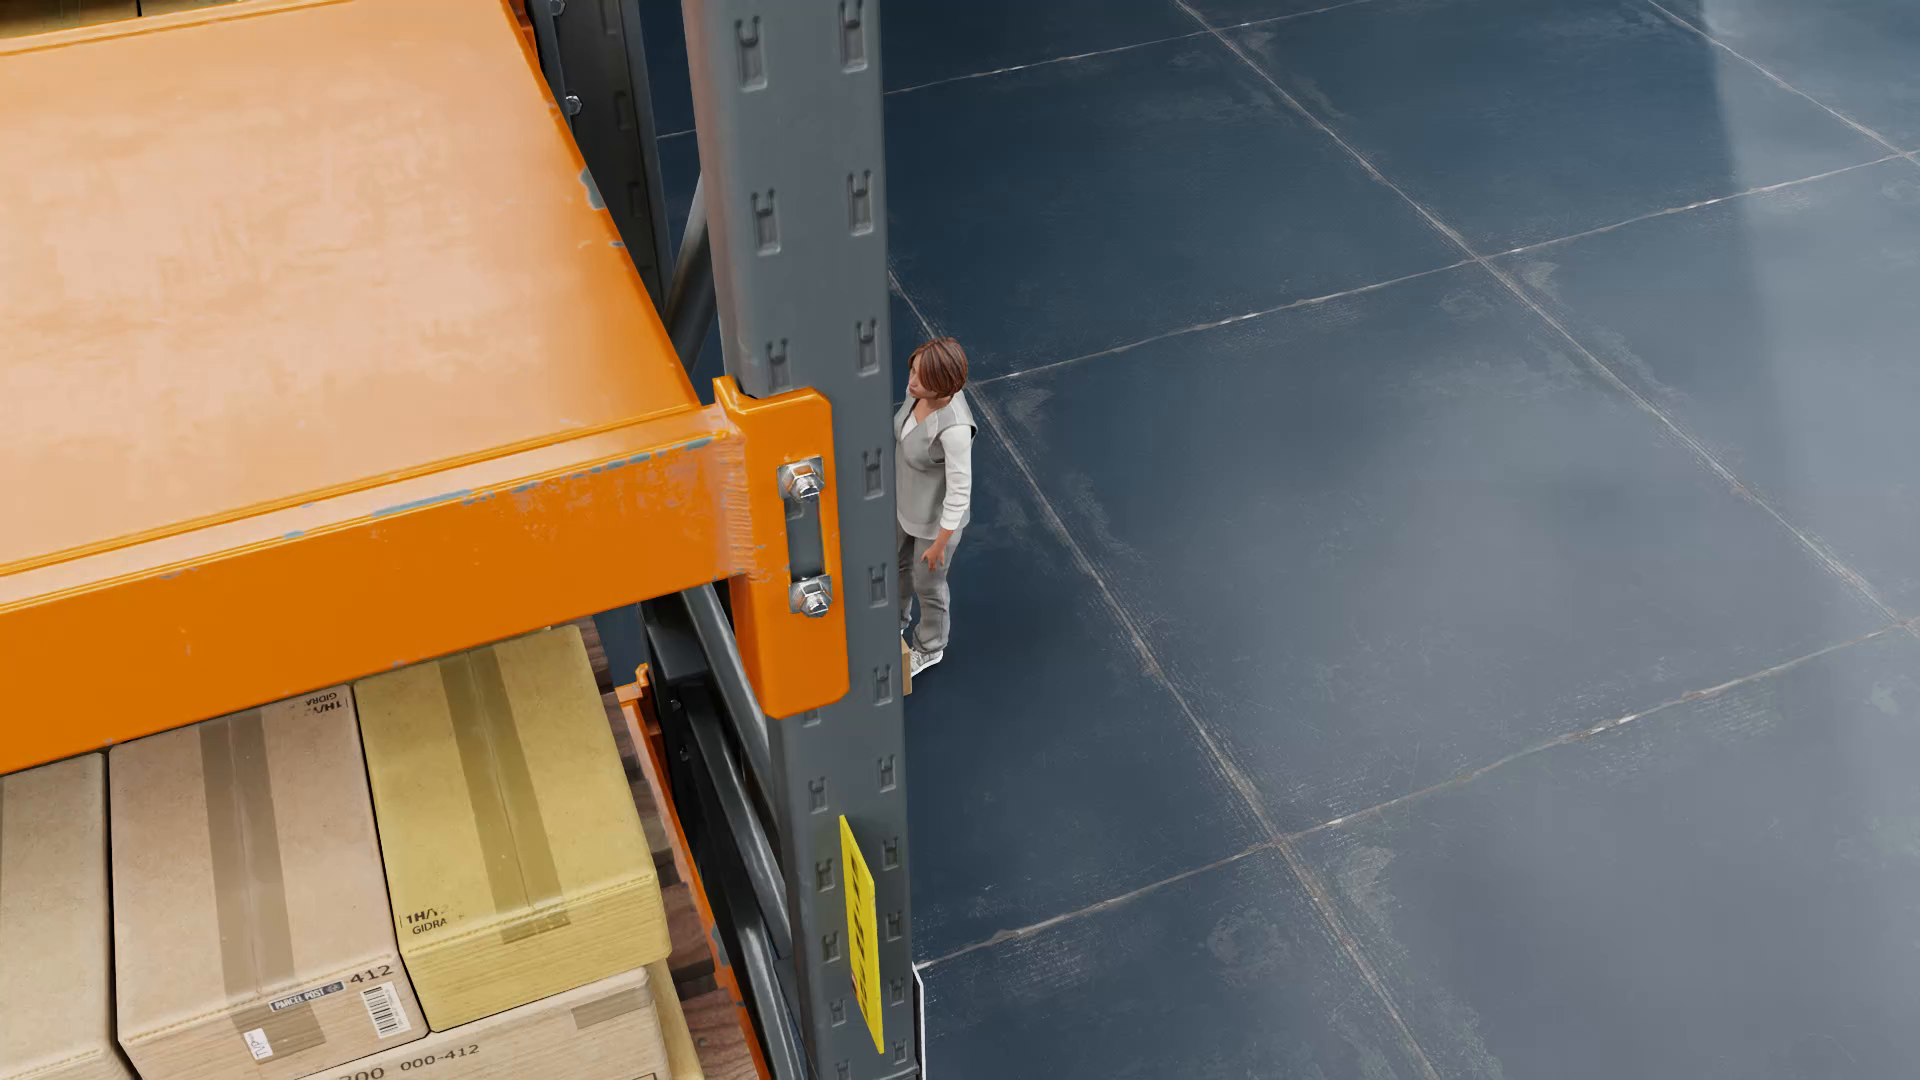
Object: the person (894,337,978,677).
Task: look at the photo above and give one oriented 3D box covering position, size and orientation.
[{"bbox_3d":[-0.199,-0.092,6.255,0.475,1.597,0.520,-15,45,-16],"label":"person"}]
